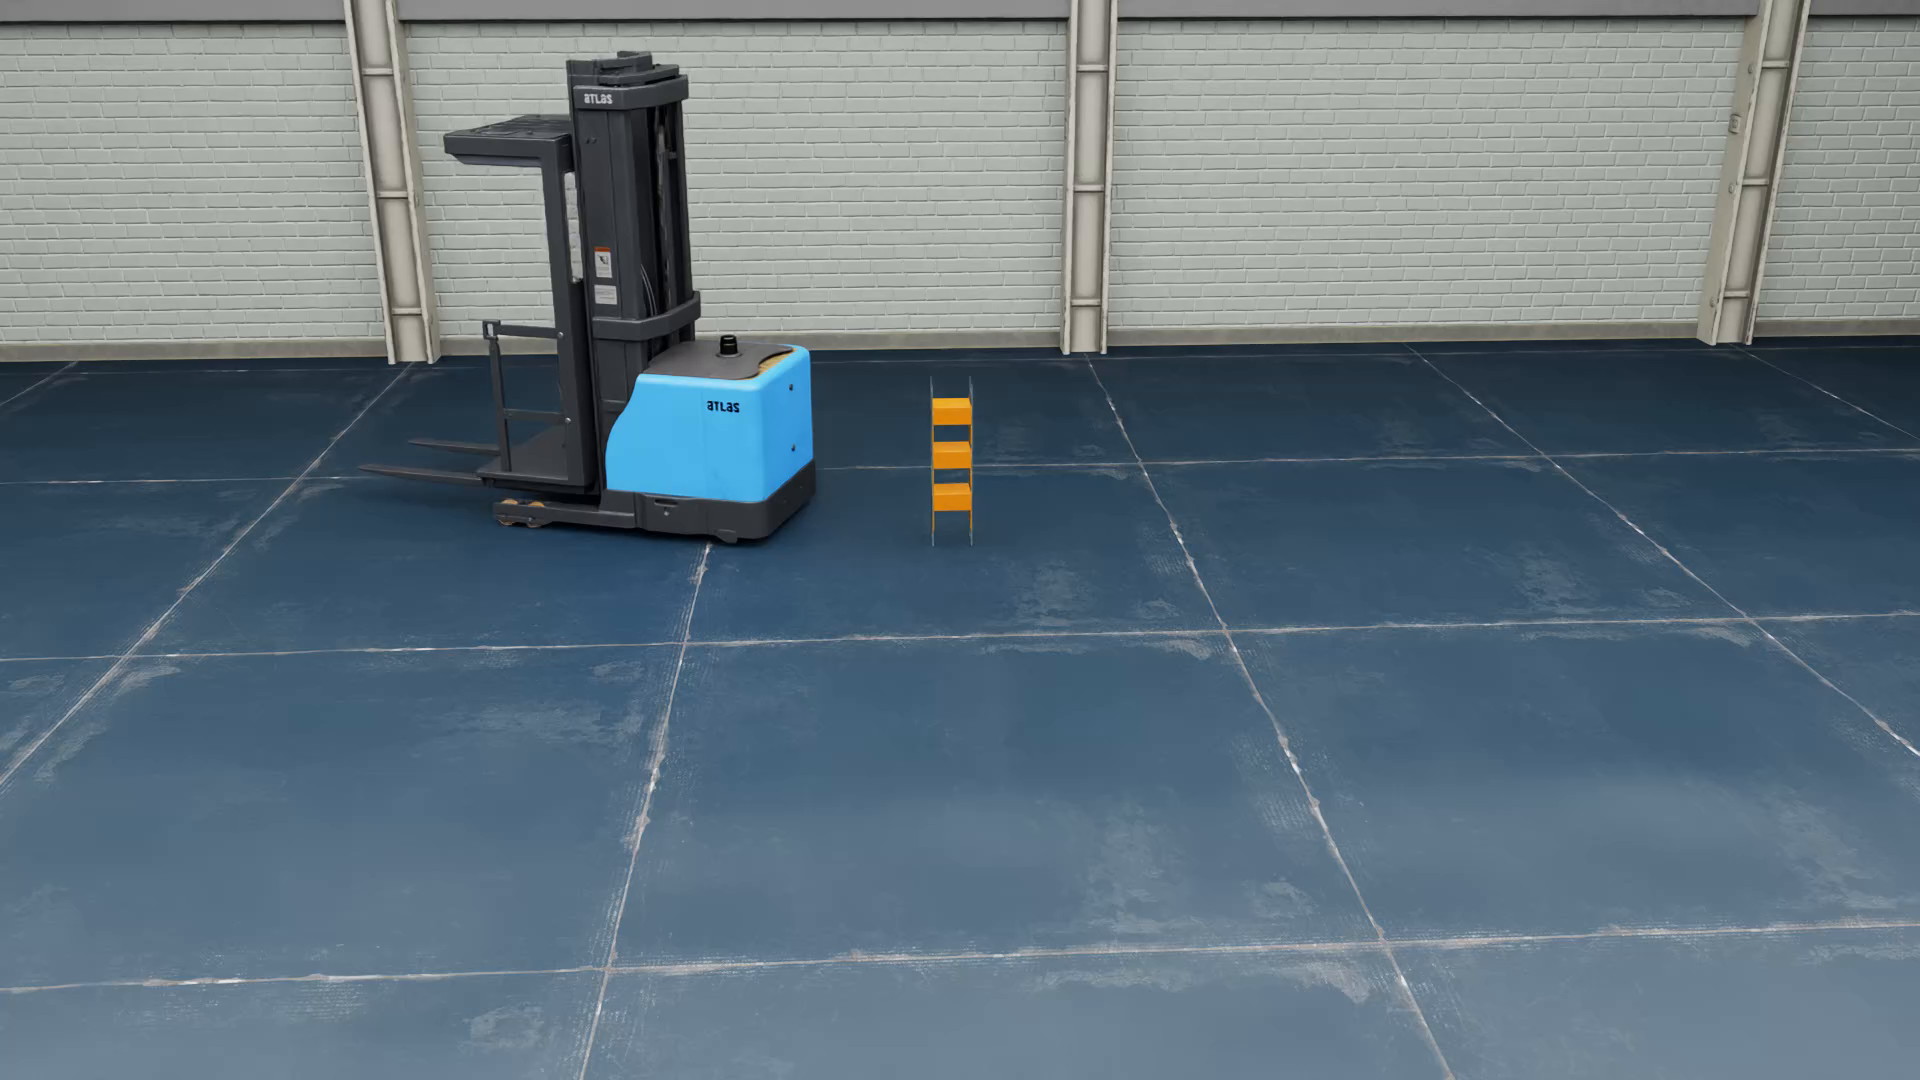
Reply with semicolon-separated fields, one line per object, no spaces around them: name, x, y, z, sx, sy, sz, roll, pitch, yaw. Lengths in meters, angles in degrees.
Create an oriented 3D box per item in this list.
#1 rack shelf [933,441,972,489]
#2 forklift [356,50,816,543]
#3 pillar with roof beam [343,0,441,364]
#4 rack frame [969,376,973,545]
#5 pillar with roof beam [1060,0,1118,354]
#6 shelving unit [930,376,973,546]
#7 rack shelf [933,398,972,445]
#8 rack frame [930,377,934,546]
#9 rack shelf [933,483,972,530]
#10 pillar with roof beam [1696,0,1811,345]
rack shelf;-0.053;-0.480;10.435;0.240;0.259;0.215;-1;21;-3
forklift;-2.550;-1.623;10.764;3.031;2.935;1.130;6;22;14
pillar with roof beam;-4.622;-4.291;9.245;0.400;9.000;9.100;-1;21;-3
rack frame;0.068;-0.492;10.438;0.008;1.050;0.200;-1;21;-3
pillar with roof beam;1.369;-4.413;9.565;0.400;9.000;9.100;-1;21;-3
shelving unit;-0.053;-0.490;10.431;0.252;1.050;0.215;-1;21;-3
rack shelf;-0.053;-0.745;10.334;0.240;0.259;0.215;-1;21;-3
rack frame;-0.175;-0.487;10.425;0.008;1.050;0.200;-1;21;-3
rack shelf;-0.053;-0.220;10.534;0.240;0.259;0.215;-1;21;-3
pillar with roof beam;7.359;-4.535;9.885;0.400;9.000;9.100;-1;21;-3
